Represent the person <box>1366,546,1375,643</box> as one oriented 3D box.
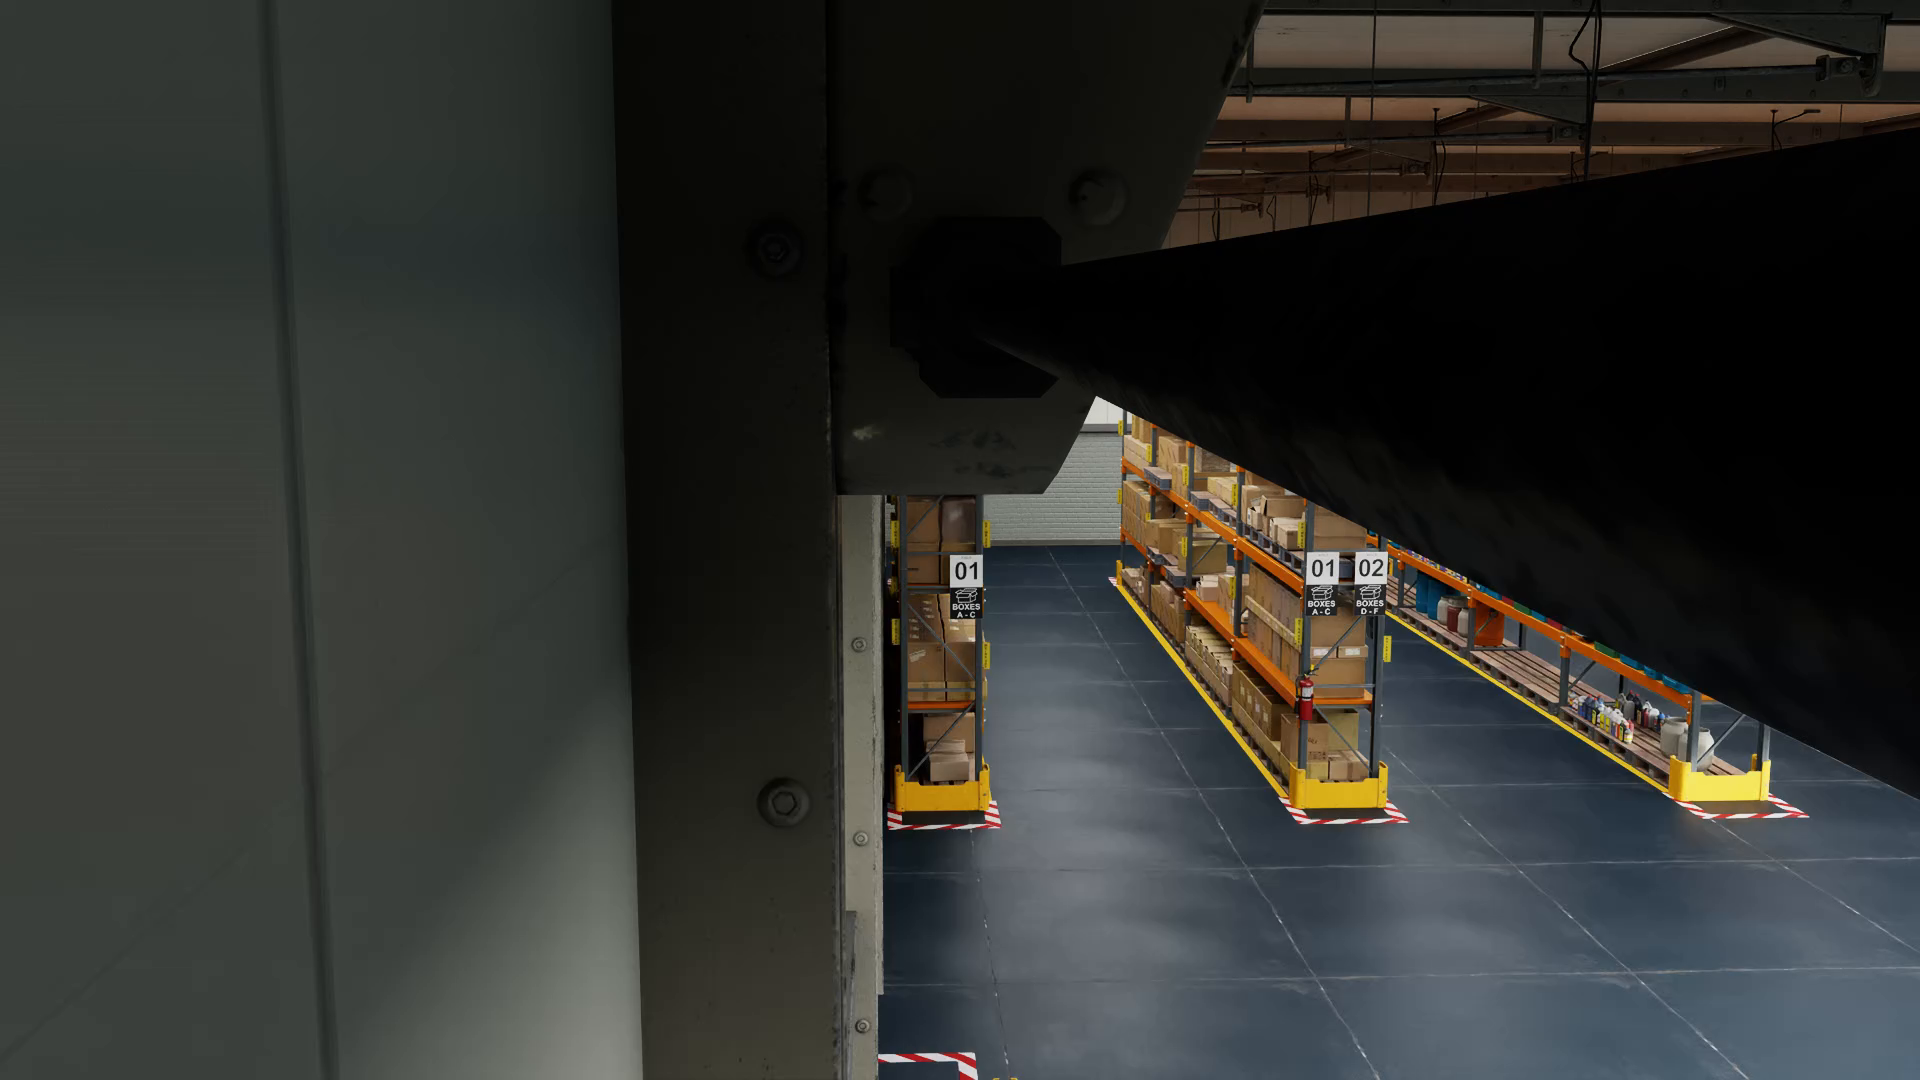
[{"bbox_3d":[7.511,0.997,30.581,0.673,1.801,0.760,0,8,0],"label":"person"}]
